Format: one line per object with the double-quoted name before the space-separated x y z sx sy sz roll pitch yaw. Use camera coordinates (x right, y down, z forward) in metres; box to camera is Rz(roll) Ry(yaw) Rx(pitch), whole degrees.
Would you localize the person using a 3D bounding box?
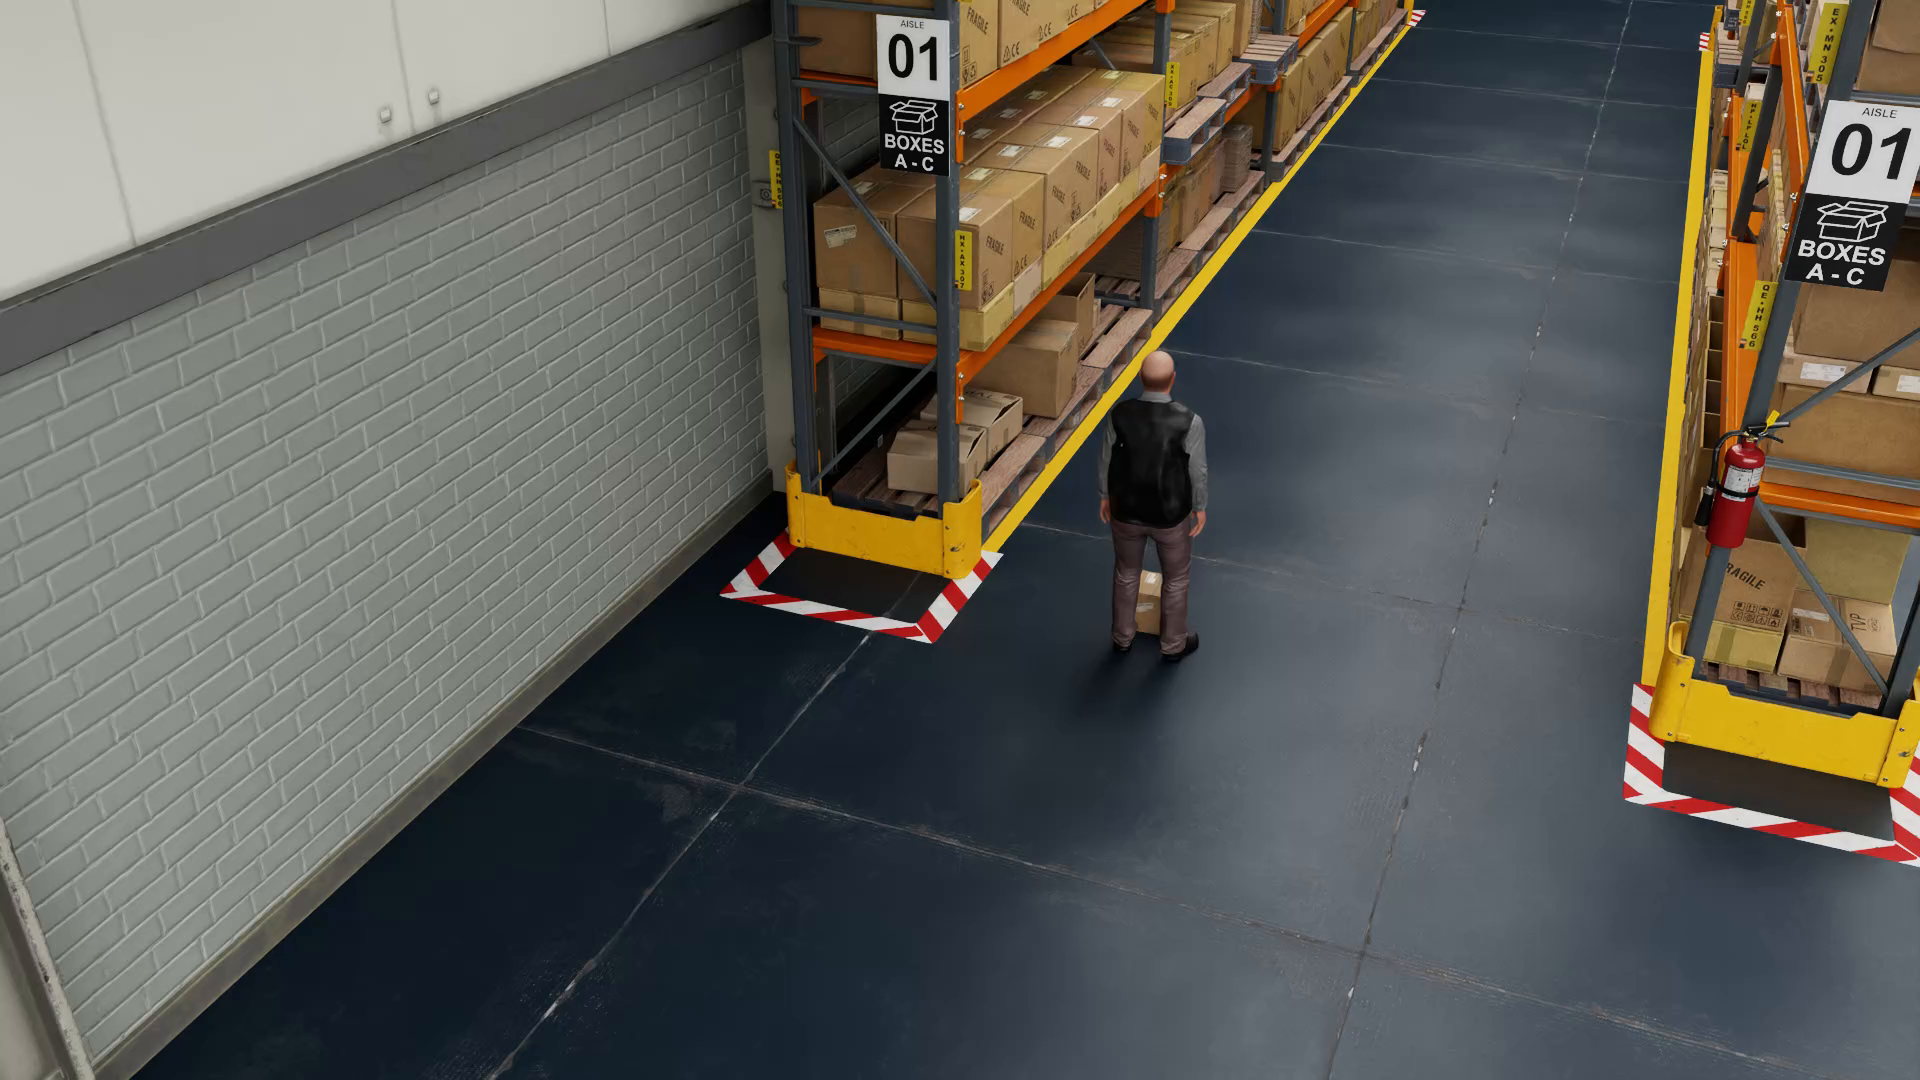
"person" 0.996 -0.153 8.697 0.586 1.720 0.421 9 31 16
